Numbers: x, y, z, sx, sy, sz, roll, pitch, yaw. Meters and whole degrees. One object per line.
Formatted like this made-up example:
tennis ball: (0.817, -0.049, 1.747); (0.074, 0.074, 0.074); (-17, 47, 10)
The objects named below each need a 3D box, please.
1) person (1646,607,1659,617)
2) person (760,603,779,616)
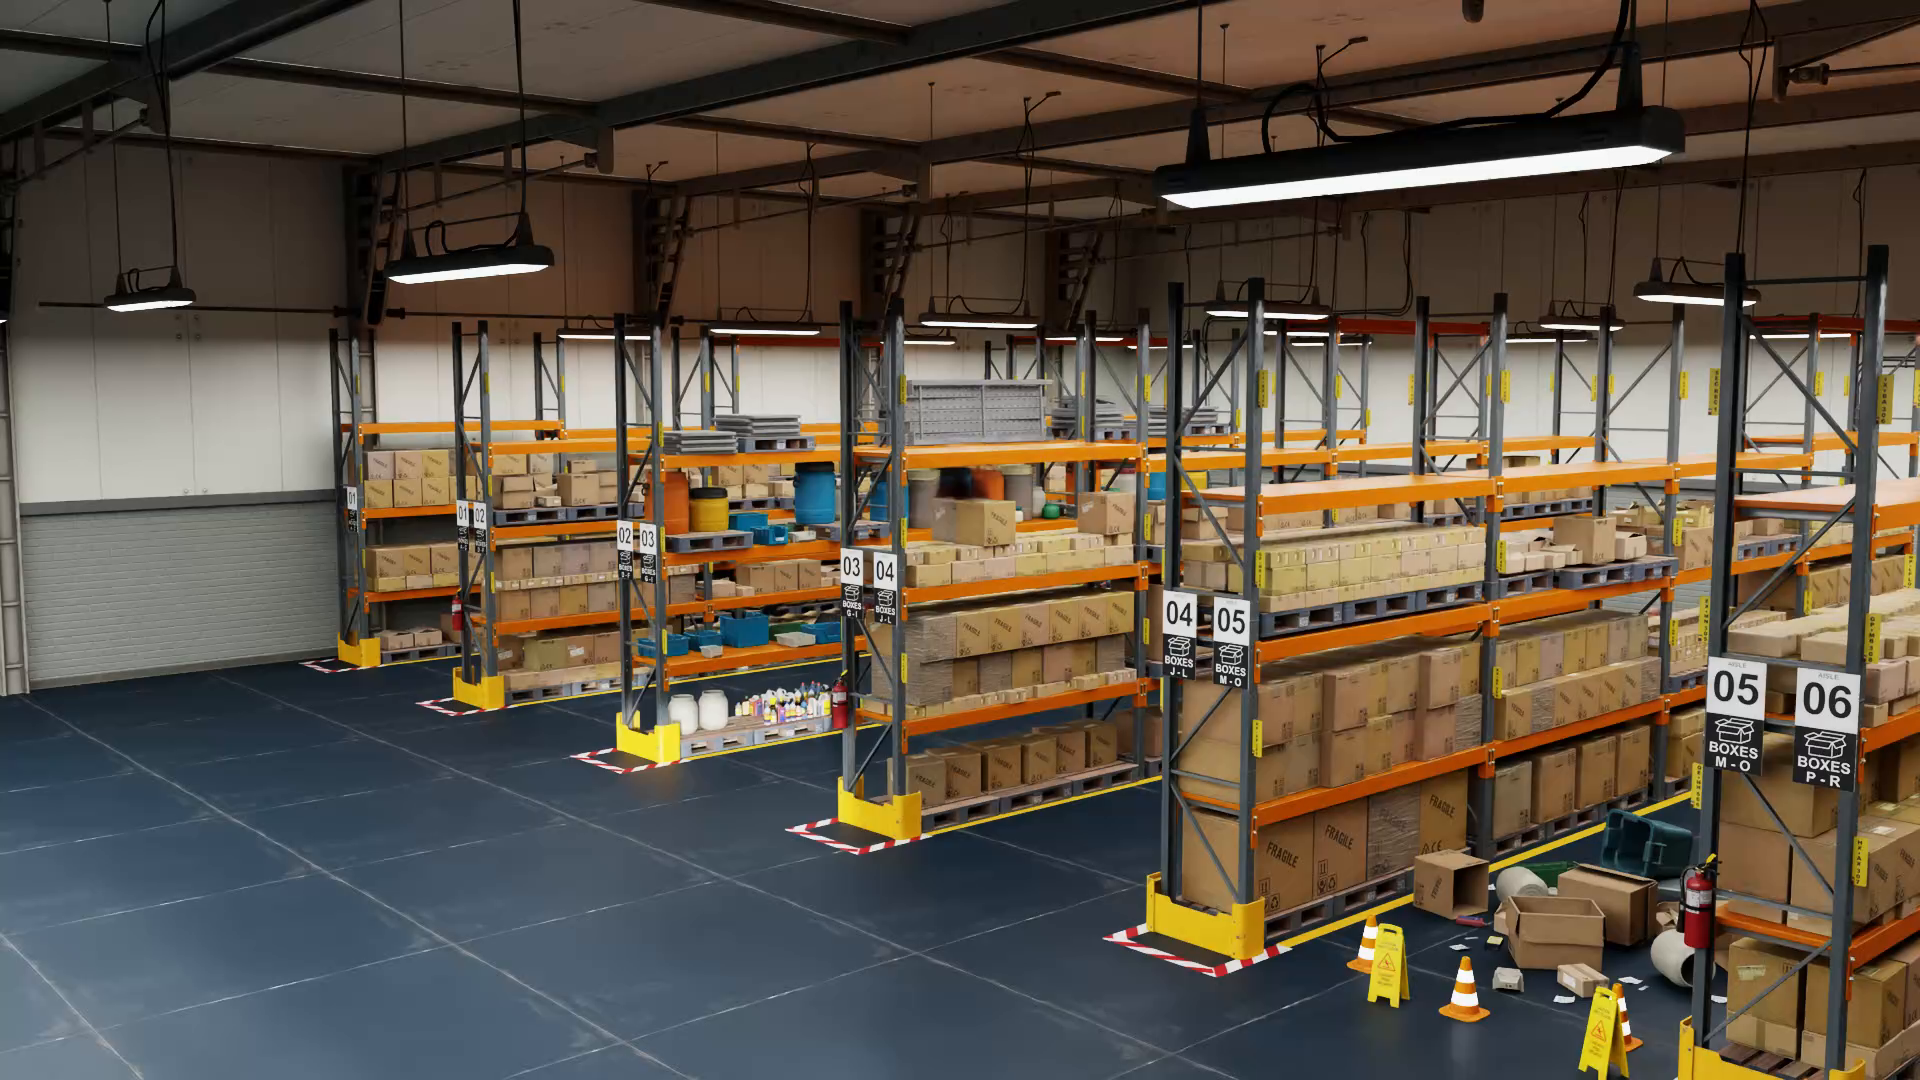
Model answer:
person: (10.381, 1.851, 25.072); (0.977, 1.685, 0.585); (-4, 7, -38)
person: (-3.647, 1.200, 32.401); (0.648, 1.590, 0.548); (-5, 7, -39)
